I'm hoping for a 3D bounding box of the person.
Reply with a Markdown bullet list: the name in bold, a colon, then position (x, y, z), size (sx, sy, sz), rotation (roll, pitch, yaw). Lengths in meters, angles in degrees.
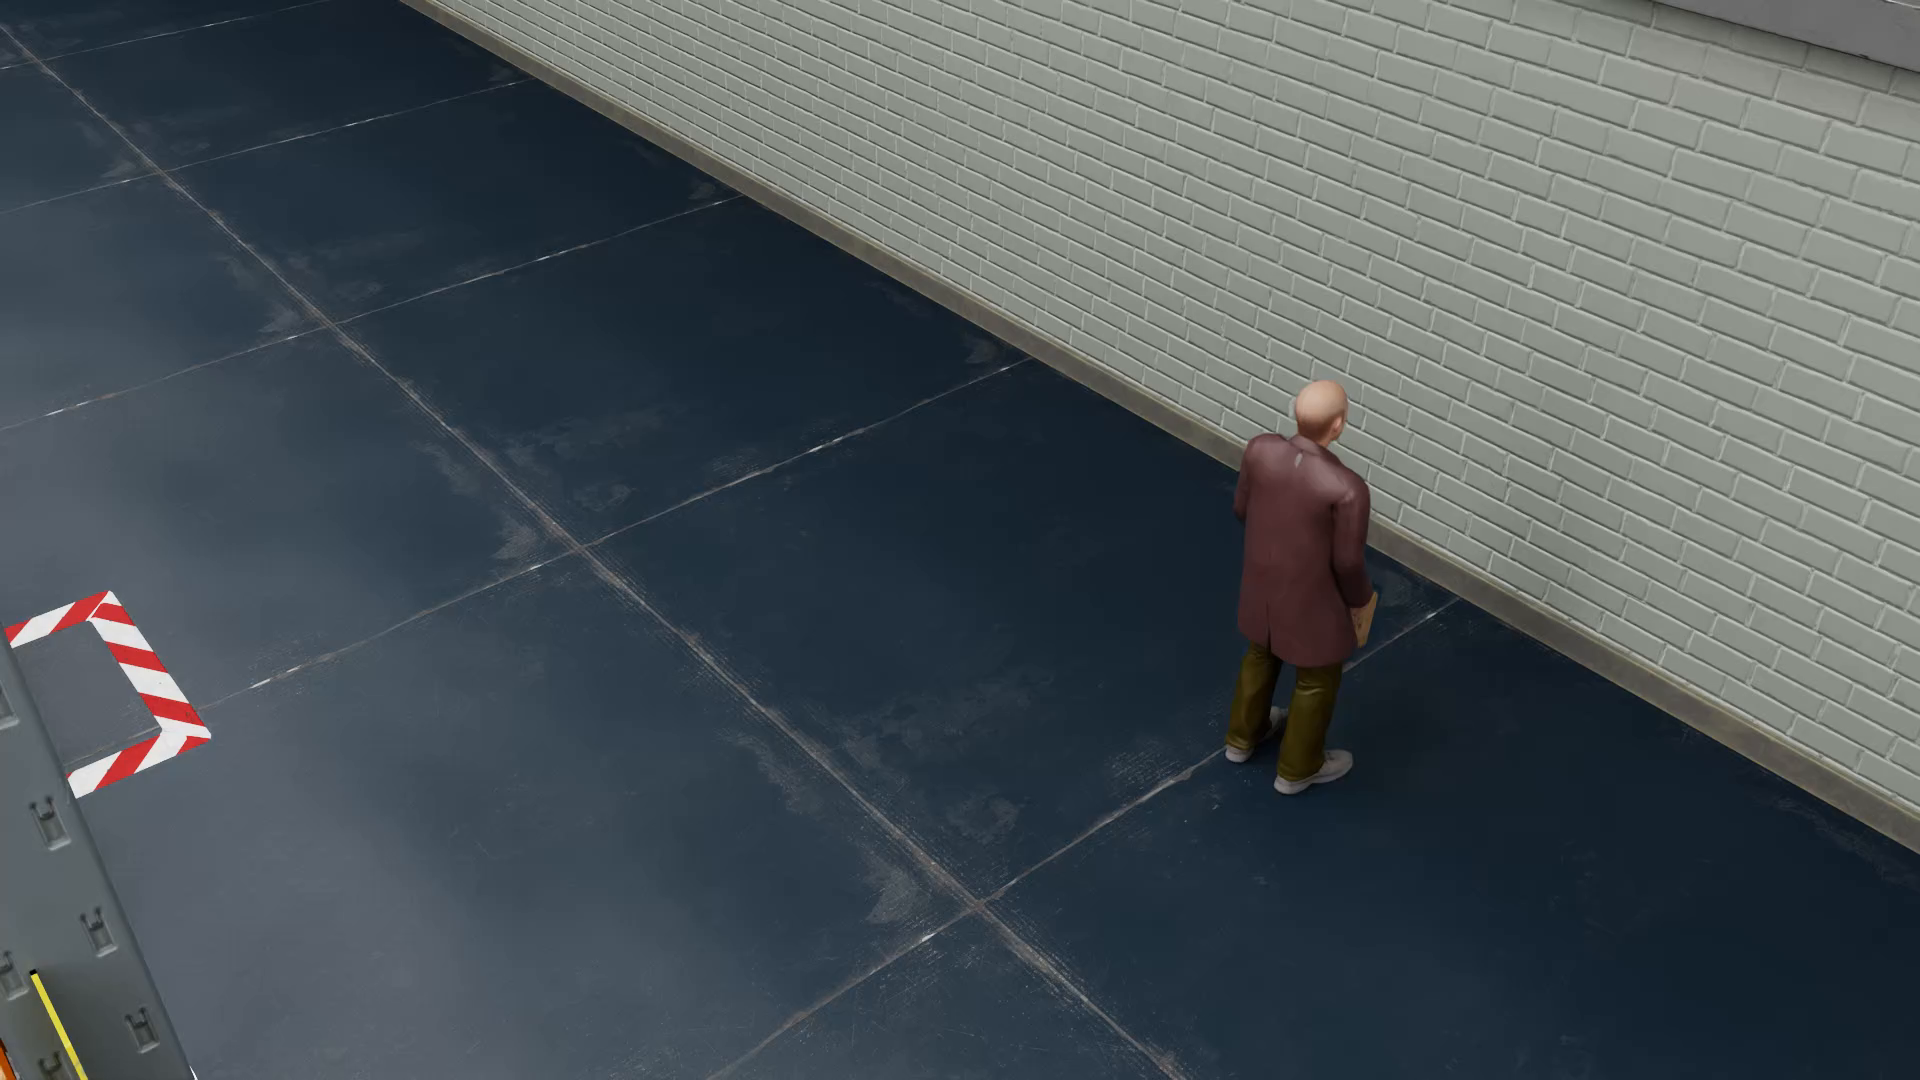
- **person**: position (1.301, 0.177, 6.407), size (0.425, 1.779, 0.587), rotation (-27, 44, -33)
